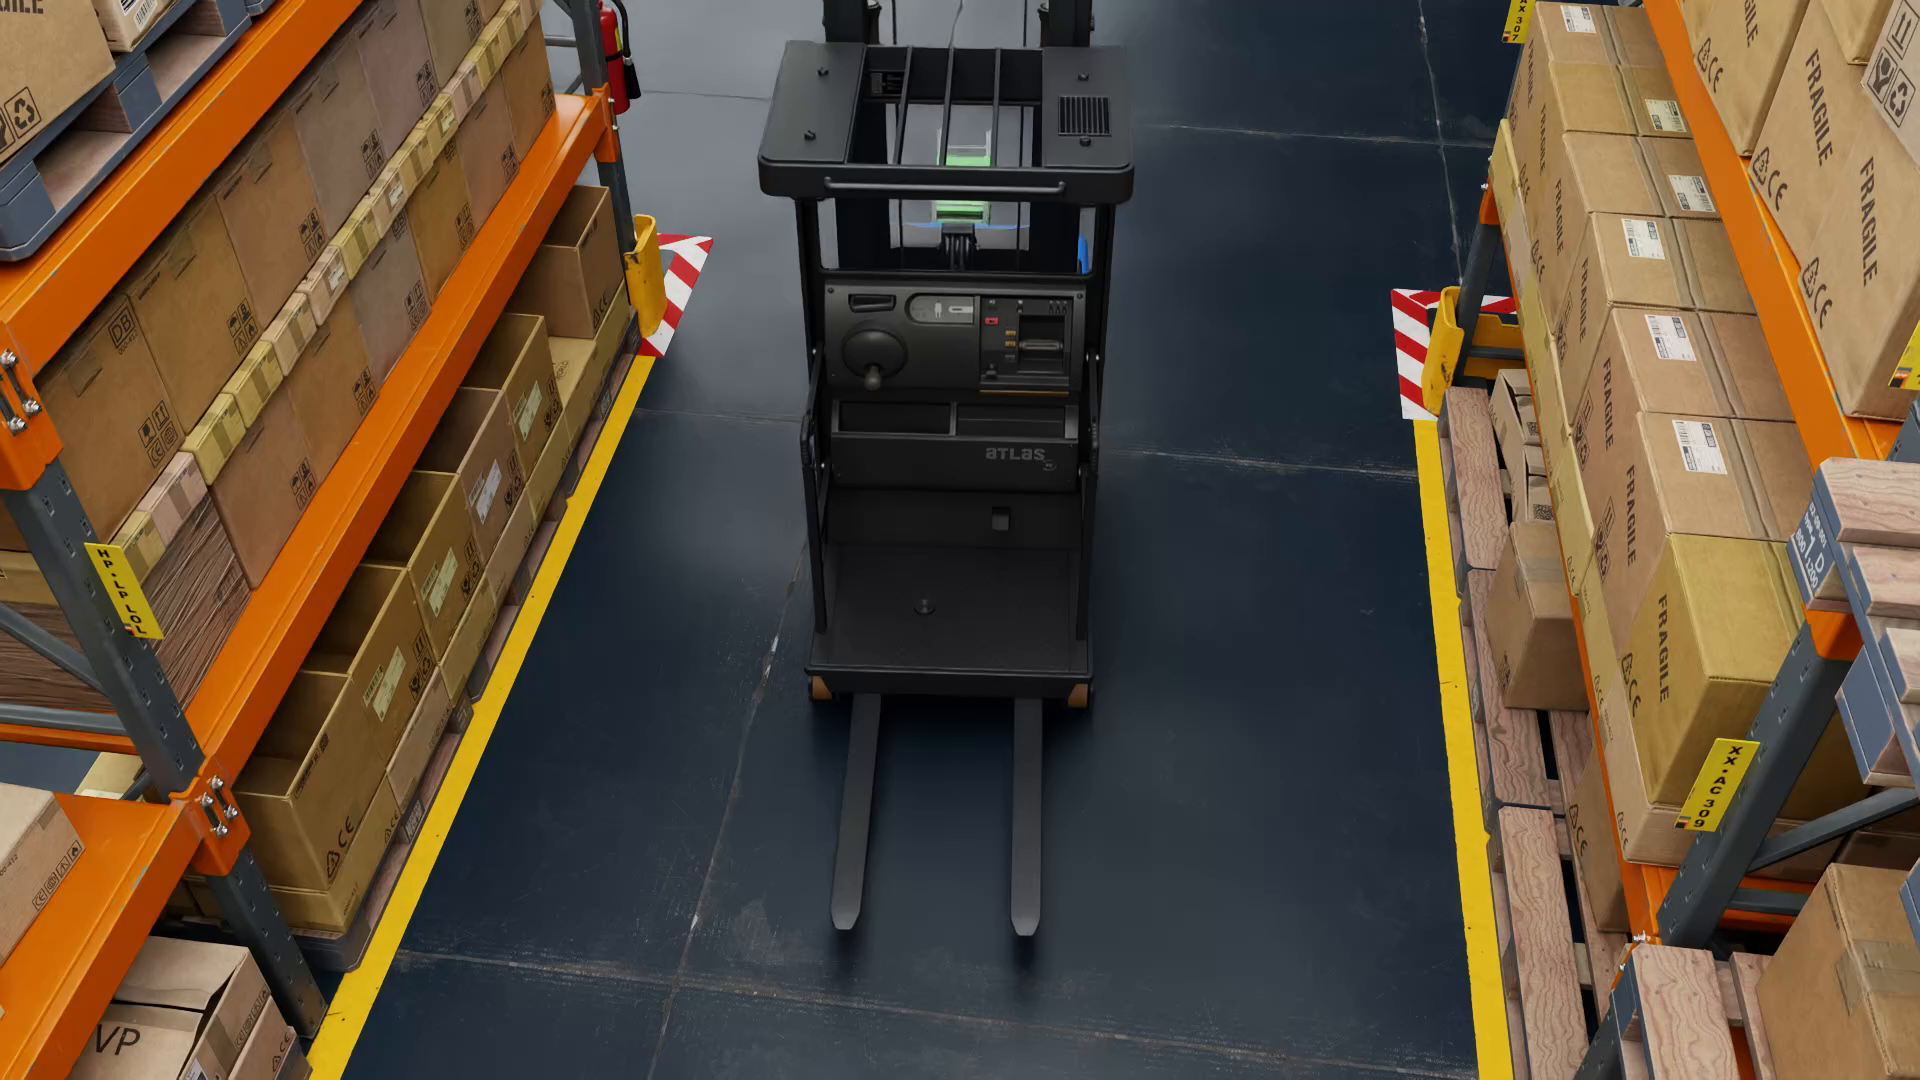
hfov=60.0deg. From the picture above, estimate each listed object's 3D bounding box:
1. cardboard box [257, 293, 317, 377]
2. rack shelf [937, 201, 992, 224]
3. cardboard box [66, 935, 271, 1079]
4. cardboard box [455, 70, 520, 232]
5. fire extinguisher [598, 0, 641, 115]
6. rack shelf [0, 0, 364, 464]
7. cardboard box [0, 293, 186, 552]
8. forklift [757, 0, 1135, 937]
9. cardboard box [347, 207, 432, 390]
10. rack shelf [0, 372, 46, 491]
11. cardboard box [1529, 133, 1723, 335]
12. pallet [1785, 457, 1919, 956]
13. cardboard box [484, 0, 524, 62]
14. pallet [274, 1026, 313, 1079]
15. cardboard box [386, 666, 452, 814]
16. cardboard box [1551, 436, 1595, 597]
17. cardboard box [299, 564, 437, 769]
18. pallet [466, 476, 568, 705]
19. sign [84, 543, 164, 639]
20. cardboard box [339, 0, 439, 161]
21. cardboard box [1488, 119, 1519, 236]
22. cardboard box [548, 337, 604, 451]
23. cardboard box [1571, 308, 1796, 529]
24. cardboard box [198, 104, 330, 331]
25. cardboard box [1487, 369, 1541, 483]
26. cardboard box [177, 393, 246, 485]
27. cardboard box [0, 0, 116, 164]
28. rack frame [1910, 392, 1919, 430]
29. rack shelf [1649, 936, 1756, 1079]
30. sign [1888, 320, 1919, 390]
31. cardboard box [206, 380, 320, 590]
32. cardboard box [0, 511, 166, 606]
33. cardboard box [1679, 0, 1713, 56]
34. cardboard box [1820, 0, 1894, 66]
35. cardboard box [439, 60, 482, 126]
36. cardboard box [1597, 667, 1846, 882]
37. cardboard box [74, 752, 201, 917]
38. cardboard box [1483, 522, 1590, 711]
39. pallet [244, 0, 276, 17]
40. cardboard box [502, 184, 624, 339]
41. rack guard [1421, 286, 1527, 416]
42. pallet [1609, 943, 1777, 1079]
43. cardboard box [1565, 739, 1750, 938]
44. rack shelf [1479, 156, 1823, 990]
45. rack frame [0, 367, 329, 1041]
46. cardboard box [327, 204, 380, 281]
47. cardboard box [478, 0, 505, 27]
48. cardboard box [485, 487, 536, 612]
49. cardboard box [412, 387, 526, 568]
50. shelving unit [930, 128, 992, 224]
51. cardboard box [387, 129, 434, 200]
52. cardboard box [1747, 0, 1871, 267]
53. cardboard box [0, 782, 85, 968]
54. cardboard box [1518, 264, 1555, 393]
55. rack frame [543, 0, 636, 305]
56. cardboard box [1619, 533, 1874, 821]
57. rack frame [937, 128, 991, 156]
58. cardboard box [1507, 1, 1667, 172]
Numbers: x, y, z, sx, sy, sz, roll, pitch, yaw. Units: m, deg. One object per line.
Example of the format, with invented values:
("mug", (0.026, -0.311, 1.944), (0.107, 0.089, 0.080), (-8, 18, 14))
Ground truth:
("cardboard box", (-2.263, -0.654, 5.215), (0.380, 0.149, 0.250), (4, 44, 4))
("rack shelf", (0.009, -1.362, 7.559), (0.258, 0.148, 0.480), (2, 43, 2))
("cardboard box", (-2.393, 1.424, 4.851), (0.500, 0.311, 0.500), (5, 44, 6))
("cardboard box", (-2.234, -1.608, 6.694), (0.700, 0.500, 0.500), (6, 44, 7))
("fire extinguisher", (-1.619, -2.257, 7.508), (0.296, 0.674, 0.183), (5, 44, 6))
("rack shelf", (-2.360, -1.712, 5.218), (1.077, 0.370, 4.000), (5, 44, 6))
("cardboard box", (-2.572, -0.331, 4.402), (0.700, 0.500, 0.500), (5, 44, 6))
("forklift", (-0.025, -0.634, 5.788), (1.130, 2.935, 3.031), (2, 43, 2))
("cardboard box", (-2.372, -0.911, 5.957), (0.700, 0.500, 0.500), (6, 44, 7))
("rack shelf", (-2.888, 1.014, 2.339), (1.077, 0.370, 4.000), (5, 44, 6))
("cardboard box", (2.305, -1.039, 5.714), (0.500, 0.500, 0.500), (4, 44, 4))
("pallet", (2.100, 0.317, 2.688), (1.213, 0.211, 1.003), (5, 44, 6))
("cardboard box", (-1.990, -2.062, 6.702), (0.380, 0.149, 0.250), (6, 44, 7))
("pallet", (-2.683, 1.998, 4.987), (1.003, 0.211, 1.213), (5, 44, 6))
("cardboard box", (-2.191, 0.697, 6.027), (0.500, 0.250, 0.500), (5, 44, 6))
("cardboard box", (2.174, -0.059, 5.225), (0.500, 0.250, 0.500), (5, 44, 5))
("cardboard box", (-2.194, 0.424, 5.770), (0.500, 0.500, 0.500), (5, 44, 6))
("pallet", (-2.319, 0.120, 6.970), (1.003, 0.211, 1.213), (5, 44, 6))
("sign", (-2.085, 0.130, 4.146), (0.100, 0.325, 0.005), (5, 44, 6))
("cardboard box", (-2.307, -1.699, 5.846), (0.700, 0.500, 0.500), (5, 44, 6))
("cardboard box", (2.436, -1.448, 6.692), (0.500, 0.250, 0.500), (4, 44, 4))
("cardboard box", (-1.927, -0.667, 7.467), (0.500, 0.250, 0.500), (5, 44, 6))
("cardboard box", (2.180, -0.331, 4.967), (0.500, 0.500, 0.500), (4, 44, 4))
("cardboard box", (-2.439, -1.017, 5.126), (0.700, 0.500, 0.500), (5, 44, 5))
("cardboard box", (2.635, -0.519, 7.252), (0.500, 0.311, 0.500), (1, 43, 1))
("cardboard box", (-2.331, -0.305, 4.846), (0.380, 0.149, 0.250), (4, 44, 4))
("cardboard box", (-2.296, -1.169, 3.641), (0.500, 0.500, 0.500), (9, 44, 9))
("rack frame", (2.287, -1.251, 2.027), (1.000, 3.000, 0.127), (5, 44, 6))
("rack shelf", (2.022, 2.551, 2.897), (1.077, 0.370, 4.000), (5, 44, 6))
("sign", (1.748, -0.394, 2.927), (0.100, 0.325, 0.005), (5, 44, 6))
("cardboard box", (-2.508, -0.220, 5.228), (0.700, 0.500, 0.500), (5, 44, 5))
("cardboard box", (-2.396, 0.042, 4.480), (0.380, 0.149, 0.250), (5, 44, 5))
("cardboard box", (2.303, -1.643, 4.534), (0.500, 0.500, 0.500), (8, 44, 8))
("cardboard box", (2.147, -1.311, 3.457), (0.500, 0.500, 0.500), (7, 44, 8))
("cardboard box", (-2.059, -1.717, 6.337), (0.380, 0.149, 0.250), (6, 44, 6))
("cardboard box", (2.049, 0.624, 4.504), (0.500, 0.250, 0.500), (5, 44, 6))
("cardboard box", (-2.779, 0.989, 5.718), (0.500, 0.250, 0.500), (5, 44, 6))
("cardboard box", (2.413, 0.296, 6.254), (0.700, 0.500, 0.500), (3, 44, 3))
("pallet", (-2.373, -1.990, 5.053), (1.003, 0.211, 1.213), (5, 44, 6))
("cardboard box", (-1.871, -1.281, 7.570), (0.500, 0.500, 0.500), (5, 44, 6))
("rack guard", (2.805, -0.840, 7.773), (1.175, 0.500, 0.348), (5, 44, 6))
("pallet", (2.041, 1.504, 3.619), (1.003, 0.211, 1.213), (5, 44, 6))
("cardboard box", (2.384, 0.964, 5.548), (0.500, 0.500, 0.500), (2, 43, 2))
("rack shelf", (2.551, -0.175, 5.776), (1.077, 0.370, 4.000), (5, 44, 6))
("rack frame", (-2.624, 0.479, 4.562), (1.000, 3.000, 0.127), (5, 44, 6))
("cardboard box", (-2.195, -1.014, 5.595), (0.380, 0.149, 0.250), (5, 44, 5))
("cardboard box", (-2.177, -2.401, 6.588), (0.700, 0.500, 0.500), (5, 44, 6))
("cardboard box", (-2.060, 0.015, 6.747), (0.500, 0.250, 0.500), (5, 44, 6))
("cardboard box", (-2.056, -0.257, 6.489), (0.500, 0.500, 0.500), (5, 44, 6))
("shelving unit", (0.009, -1.234, 7.680), (0.258, 1.200, 0.503), (2, 43, 2))
("cardboard box", (-2.127, -1.358, 5.958), (0.380, 0.149, 0.250), (6, 44, 7))
("cardboard box", (2.188, -0.916, 3.767), (0.500, 0.500, 0.500), (2, 43, 2))
("cardboard box", (-2.646, 0.873, 4.255), (0.500, 0.250, 0.500), (8, 44, 8))
("cardboard box", (2.309, -0.746, 5.951), (0.500, 0.250, 0.500), (5, 44, 5))
("rack frame", (-2.095, -2.247, 7.441), (1.000, 3.000, 0.127), (5, 44, 6))
("cardboard box", (2.043, 0.352, 4.246), (0.500, 0.500, 0.500), (5, 44, 5))
("rack frame", (0.018, -1.401, 7.857), (0.240, 1.200, 0.015), (2, 43, 2))
("cardboard box", (2.454, -1.726, 6.440), (0.500, 0.500, 0.500), (5, 44, 6))
